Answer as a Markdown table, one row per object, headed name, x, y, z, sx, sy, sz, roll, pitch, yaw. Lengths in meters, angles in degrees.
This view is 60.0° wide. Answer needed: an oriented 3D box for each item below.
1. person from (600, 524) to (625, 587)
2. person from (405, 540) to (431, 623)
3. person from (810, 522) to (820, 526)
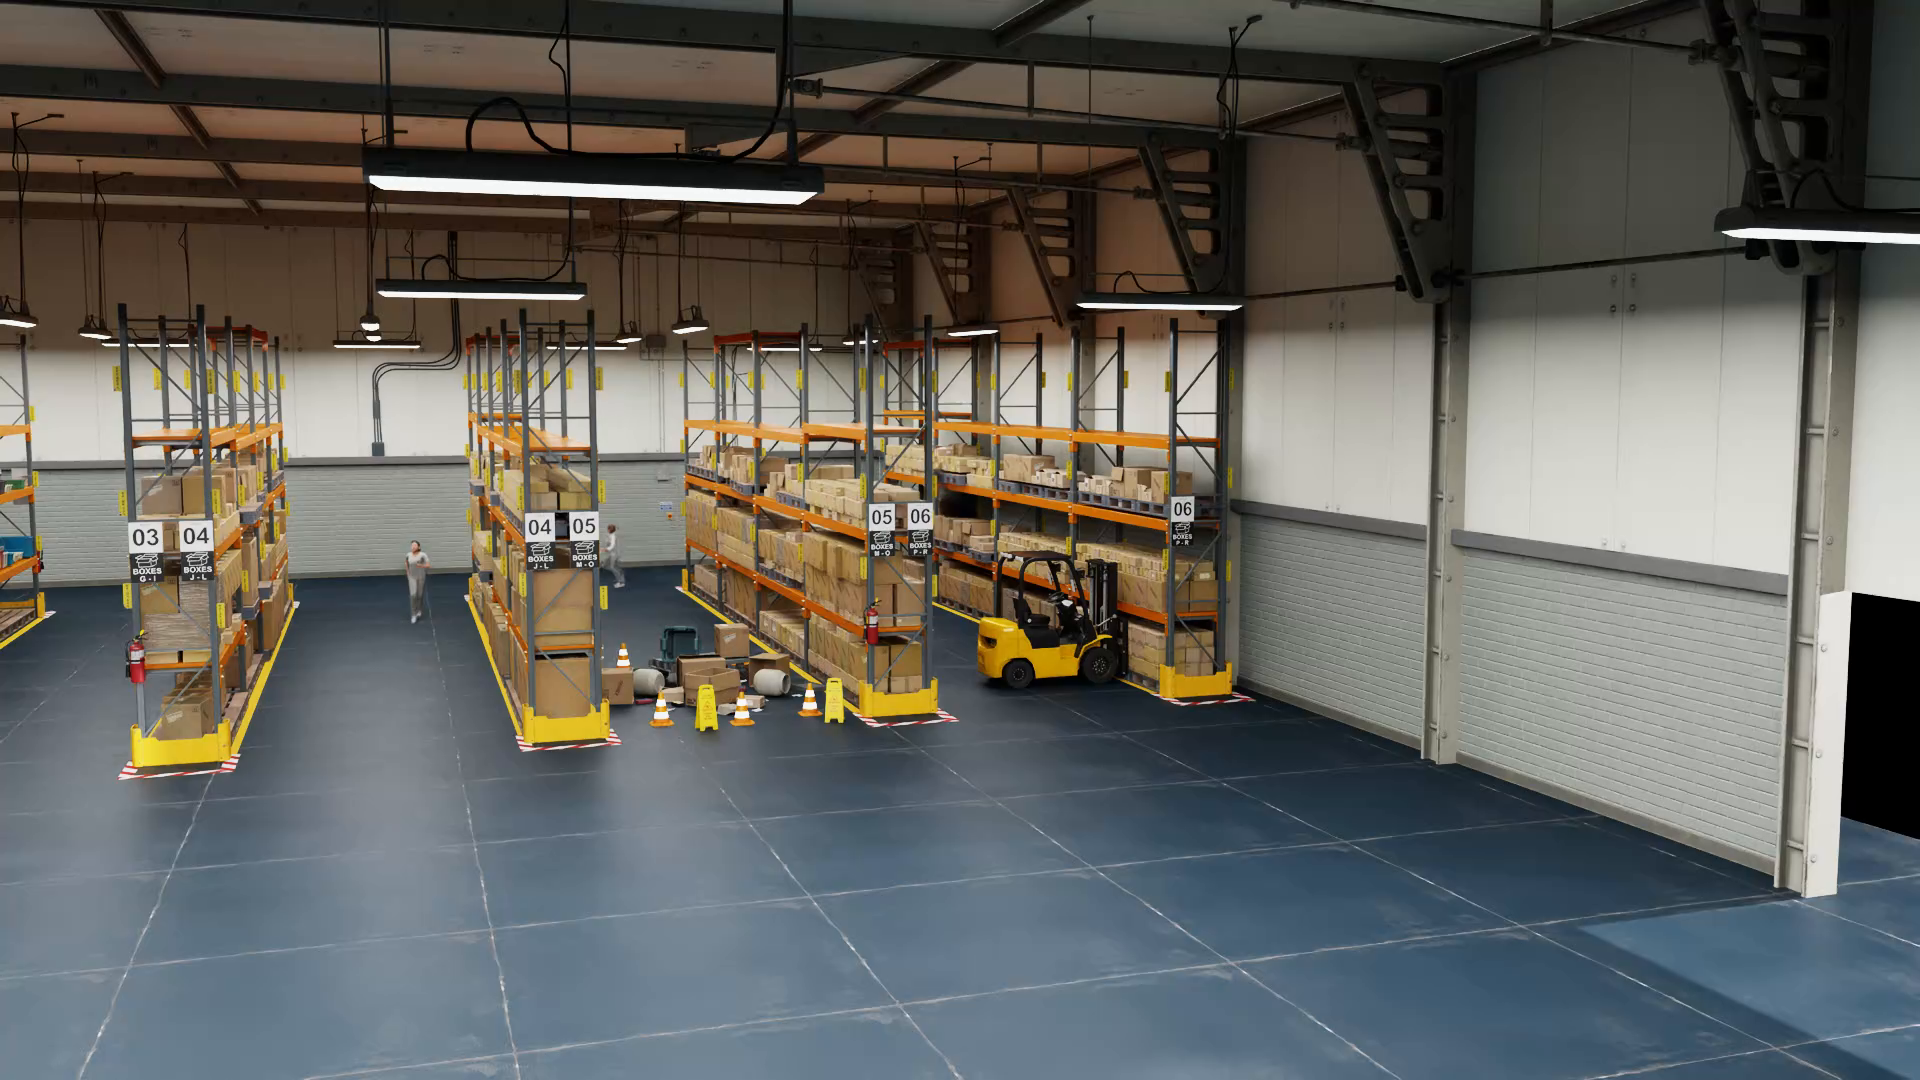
| name | x | y | z | sx | sy | sz | roll | pitch | yaw |
| --- | --- | --- | --- | --- | --- | --- | --- | --- | --- |
| person | -8.510 | 0.374 | 40.608 | 0.628 | 1.556 | 0.516 | -2 | 6 | -21 |
| person | -11.412 | 0.857 | 35.019 | 0.543 | 1.722 | 0.808 | -1 | 6 | -13 |
| person | -3.374 | 0.258 | 37.565 | 0.703 | 1.824 | 0.890 | -2 | 6 | -19 |
